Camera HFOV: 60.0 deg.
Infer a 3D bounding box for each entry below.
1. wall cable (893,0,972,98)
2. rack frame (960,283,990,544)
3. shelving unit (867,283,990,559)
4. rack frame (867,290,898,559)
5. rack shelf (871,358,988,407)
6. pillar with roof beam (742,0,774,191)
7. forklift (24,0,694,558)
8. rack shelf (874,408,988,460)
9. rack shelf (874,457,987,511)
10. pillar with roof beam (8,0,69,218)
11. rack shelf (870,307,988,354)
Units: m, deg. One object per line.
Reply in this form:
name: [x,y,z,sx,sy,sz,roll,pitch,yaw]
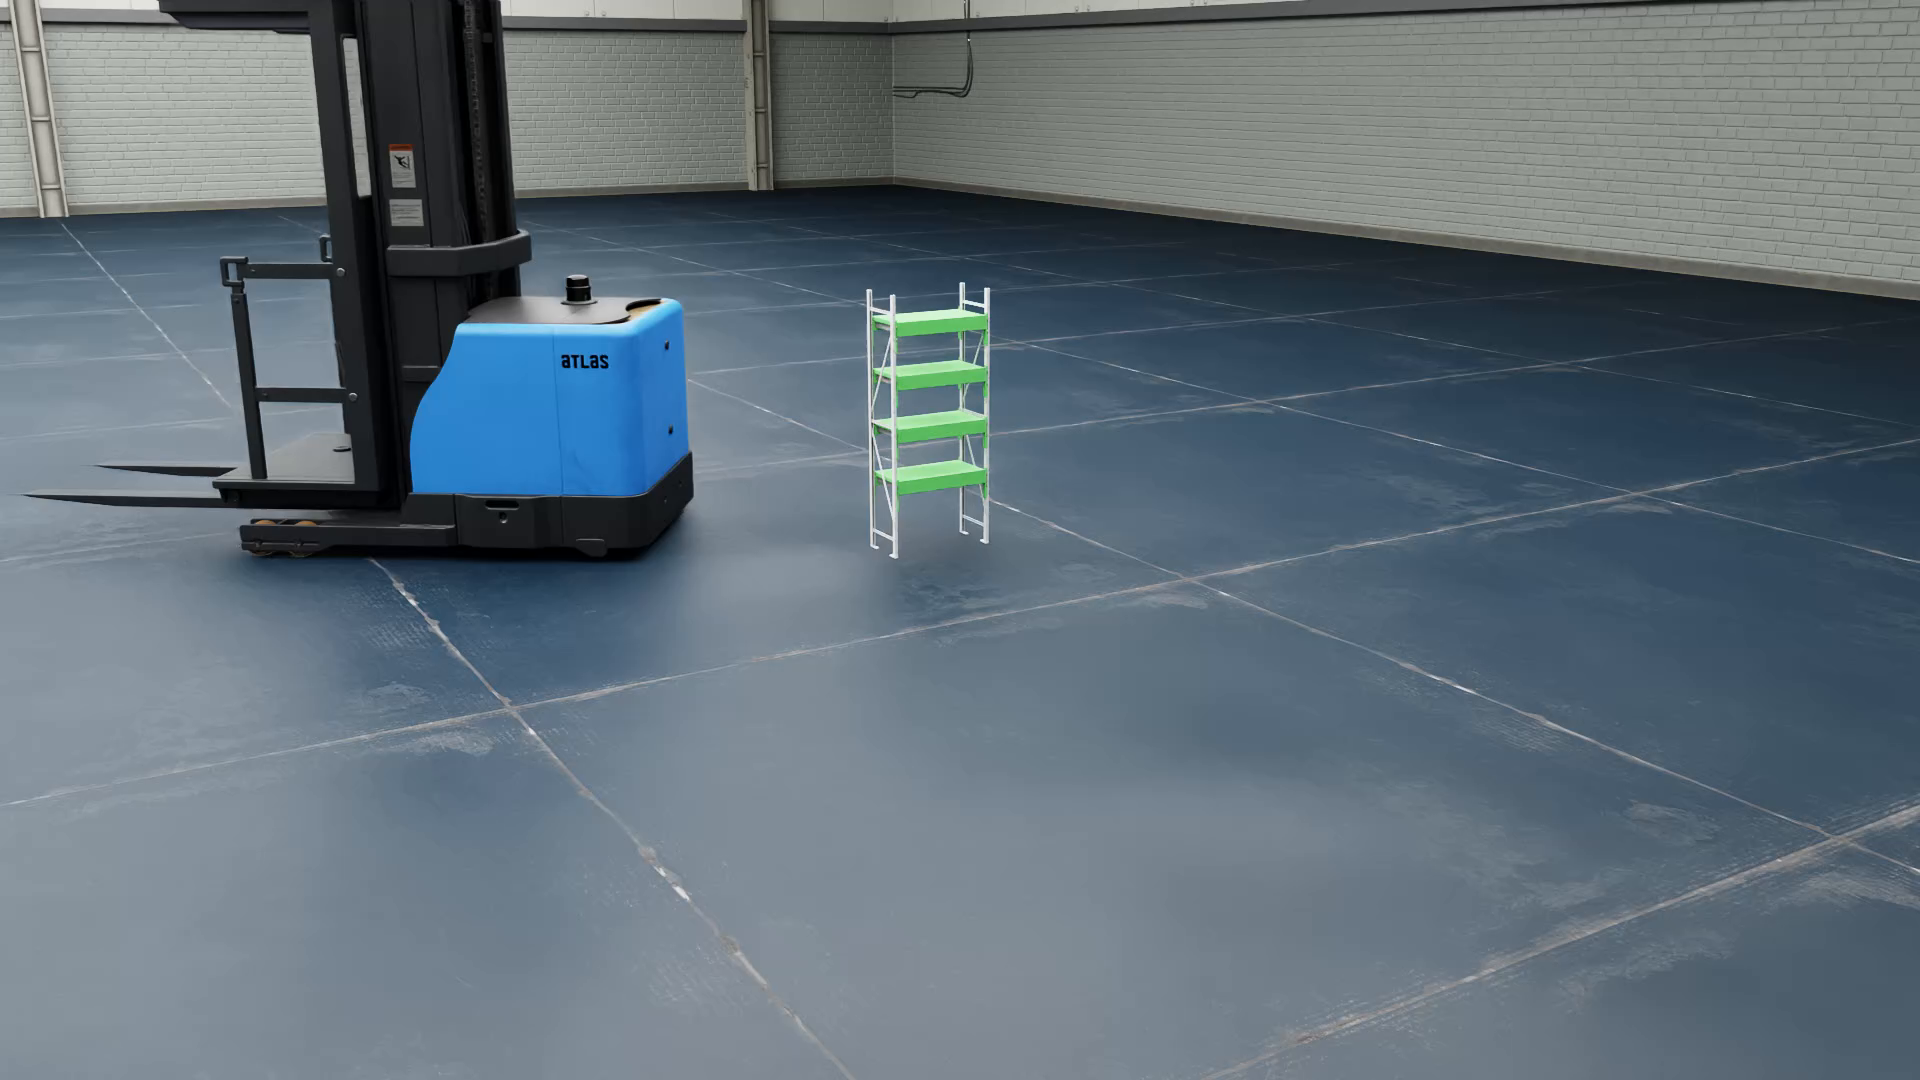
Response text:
wall cable: [-0.603,-9.647,31.406,0.112,2.526,3.097,-9,18,-30]
rack frame: [0.067,-0.589,7.787,0.015,1.200,0.240,-9,18,-30]
shelving unit: [-0.142,-0.555,7.666,0.503,1.200,0.258,-9,18,-30]
rack frame: [-0.351,-0.521,7.545,0.015,1.200,0.240,-9,18,-30]
rack shelf: [-0.142,-0.724,7.618,0.480,0.148,0.258,-9,18,-30]
pillar with roof beam: [-1.593,-10.043,27.065,0.400,9.000,9.100,-9,18,-30]
forklift: [-2.889,-1.472,7.729,3.031,2.935,1.130,1,16,4]
rack shelf: [-0.142,-0.493,7.683,0.480,0.148,0.258,-9,18,-30]
rack shelf: [-0.142,-0.262,7.748,0.480,0.148,0.258,-9,18,-30]
pillar with roof beam: [-11.879,-8.375,21.114,0.400,9.000,9.100,-9,18,-30]
rack shelf: [-0.142,-0.955,7.553,0.480,0.148,0.258,-9,18,-30]
